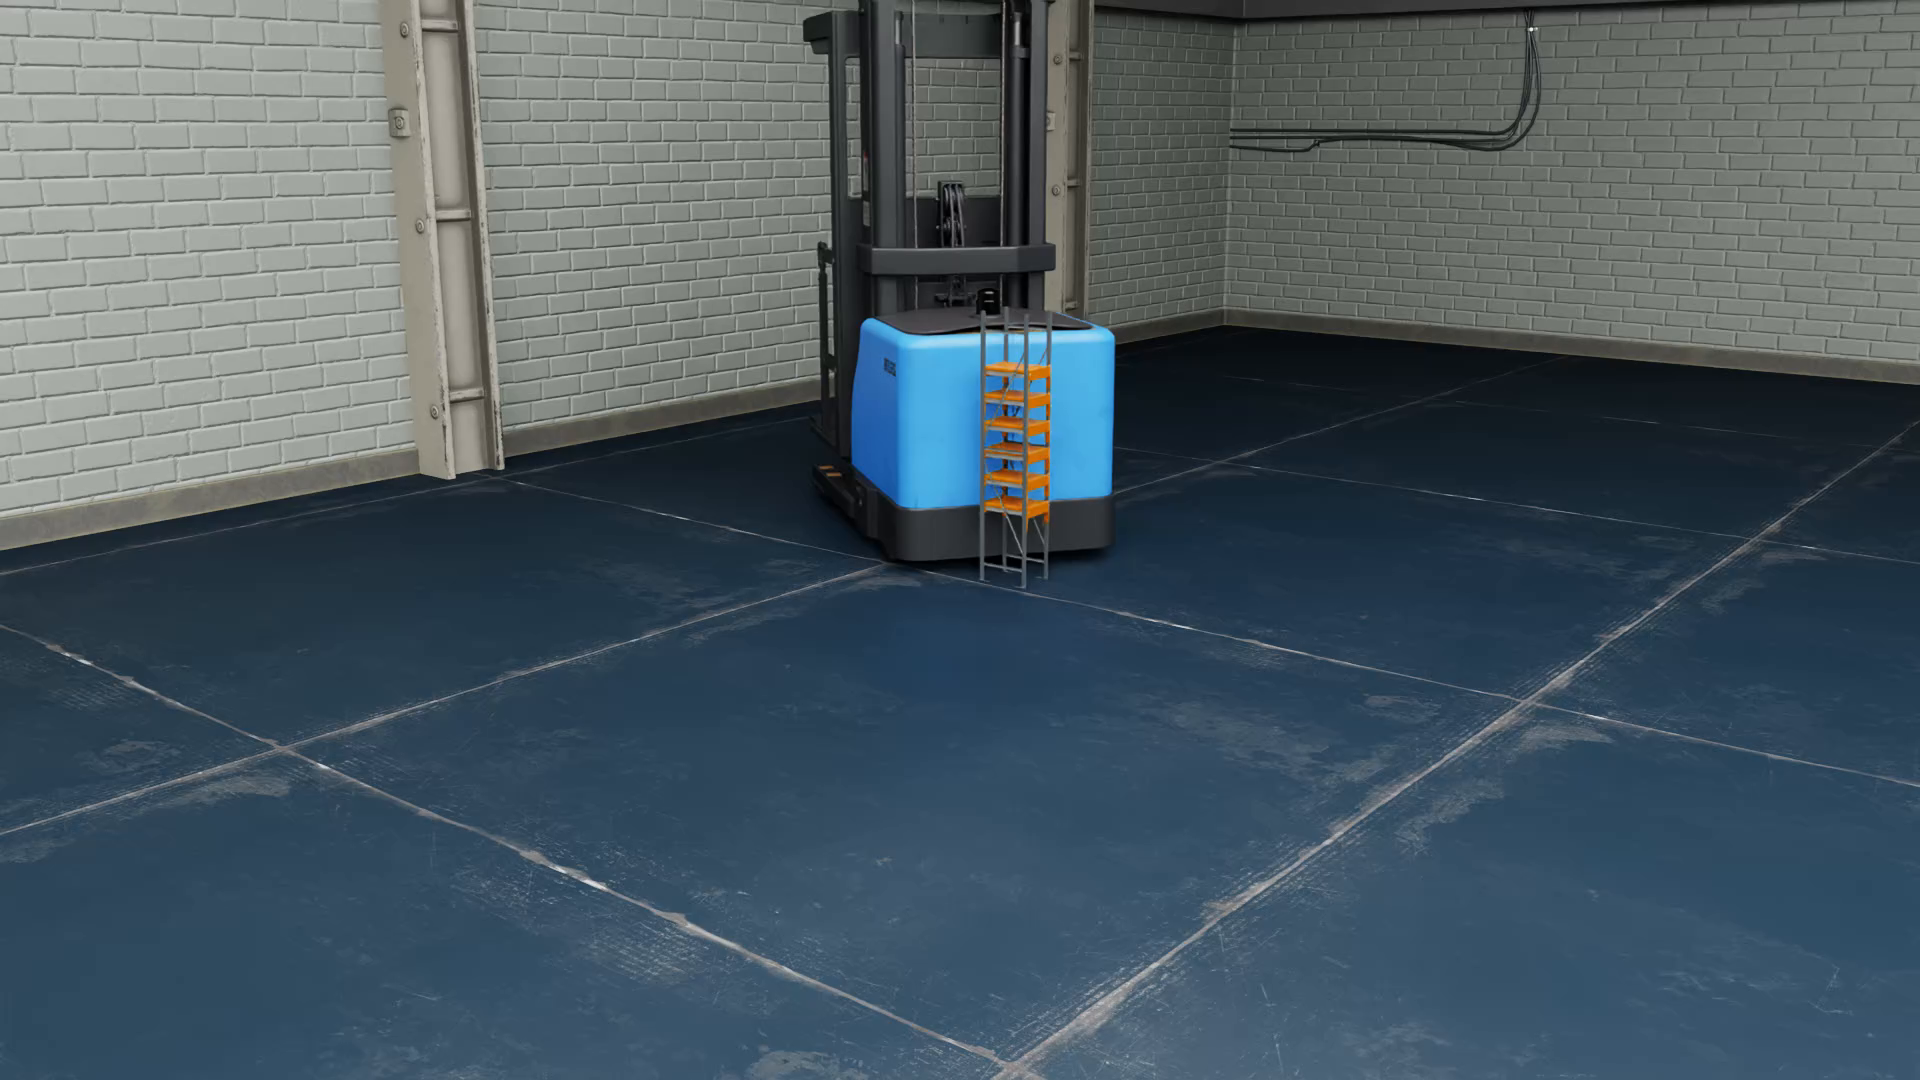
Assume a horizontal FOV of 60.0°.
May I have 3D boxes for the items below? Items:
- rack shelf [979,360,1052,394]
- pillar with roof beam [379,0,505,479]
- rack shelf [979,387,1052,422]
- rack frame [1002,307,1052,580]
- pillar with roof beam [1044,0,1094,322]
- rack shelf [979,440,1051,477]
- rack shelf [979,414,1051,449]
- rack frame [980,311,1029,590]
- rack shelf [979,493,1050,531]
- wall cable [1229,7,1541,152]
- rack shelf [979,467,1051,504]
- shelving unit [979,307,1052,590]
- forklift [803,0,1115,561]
[{"bbox_3d":[0.241,-0.706,7.181,0.258,0.103,0.180,10,17,33],"label":"rack shelf"},{"bbox_3d":[0.434,-4.102,5.992,9.100,9.000,0.400,11,18,38],"label":"pillar with roof beam"},{"bbox_3d":[0.241,-0.590,7.210,0.258,0.103,0.180,10,17,33],"label":"rack shelf"},{"bbox_3d":[0.292,-0.419,7.332,0.240,1.200,0.006,10,17,33],"label":"rack frame"},{"bbox_3d":[4.205,-5.251,10.515,9.100,9.000,0.400,11,18,38],"label":"pillar with roof beam"},{"bbox_3d":[0.240,-0.357,7.270,0.258,0.103,0.180,10,17,33],"label":"rack shelf"},{"bbox_3d":[0.241,-0.473,7.240,0.258,0.103,0.180,10,17,33],"label":"rack shelf"},{"bbox_3d":[0.189,-0.381,7.186,0.240,1.200,0.006,10,17,33],"label":"rack frame"},{"bbox_3d":[0.240,-0.125,7.330,0.258,0.103,0.180,10,17,33],"label":"rack shelf"},{"bbox_3d":[3.737,-4.771,14.935,3.097,2.526,0.112,11,18,38],"label":"wall cable"},{"bbox_3d":[0.240,-0.241,7.300,0.258,0.103,0.180,10,17,33],"label":"rack shelf"},{"bbox_3d":[0.241,-0.400,7.259,0.258,1.200,0.189,10,17,33],"label":"shelving unit"},{"bbox_3d":[-0.178,-1.642,8.633,1.130,2.935,3.031,-4,15,-16],"label":"forklift"}]
